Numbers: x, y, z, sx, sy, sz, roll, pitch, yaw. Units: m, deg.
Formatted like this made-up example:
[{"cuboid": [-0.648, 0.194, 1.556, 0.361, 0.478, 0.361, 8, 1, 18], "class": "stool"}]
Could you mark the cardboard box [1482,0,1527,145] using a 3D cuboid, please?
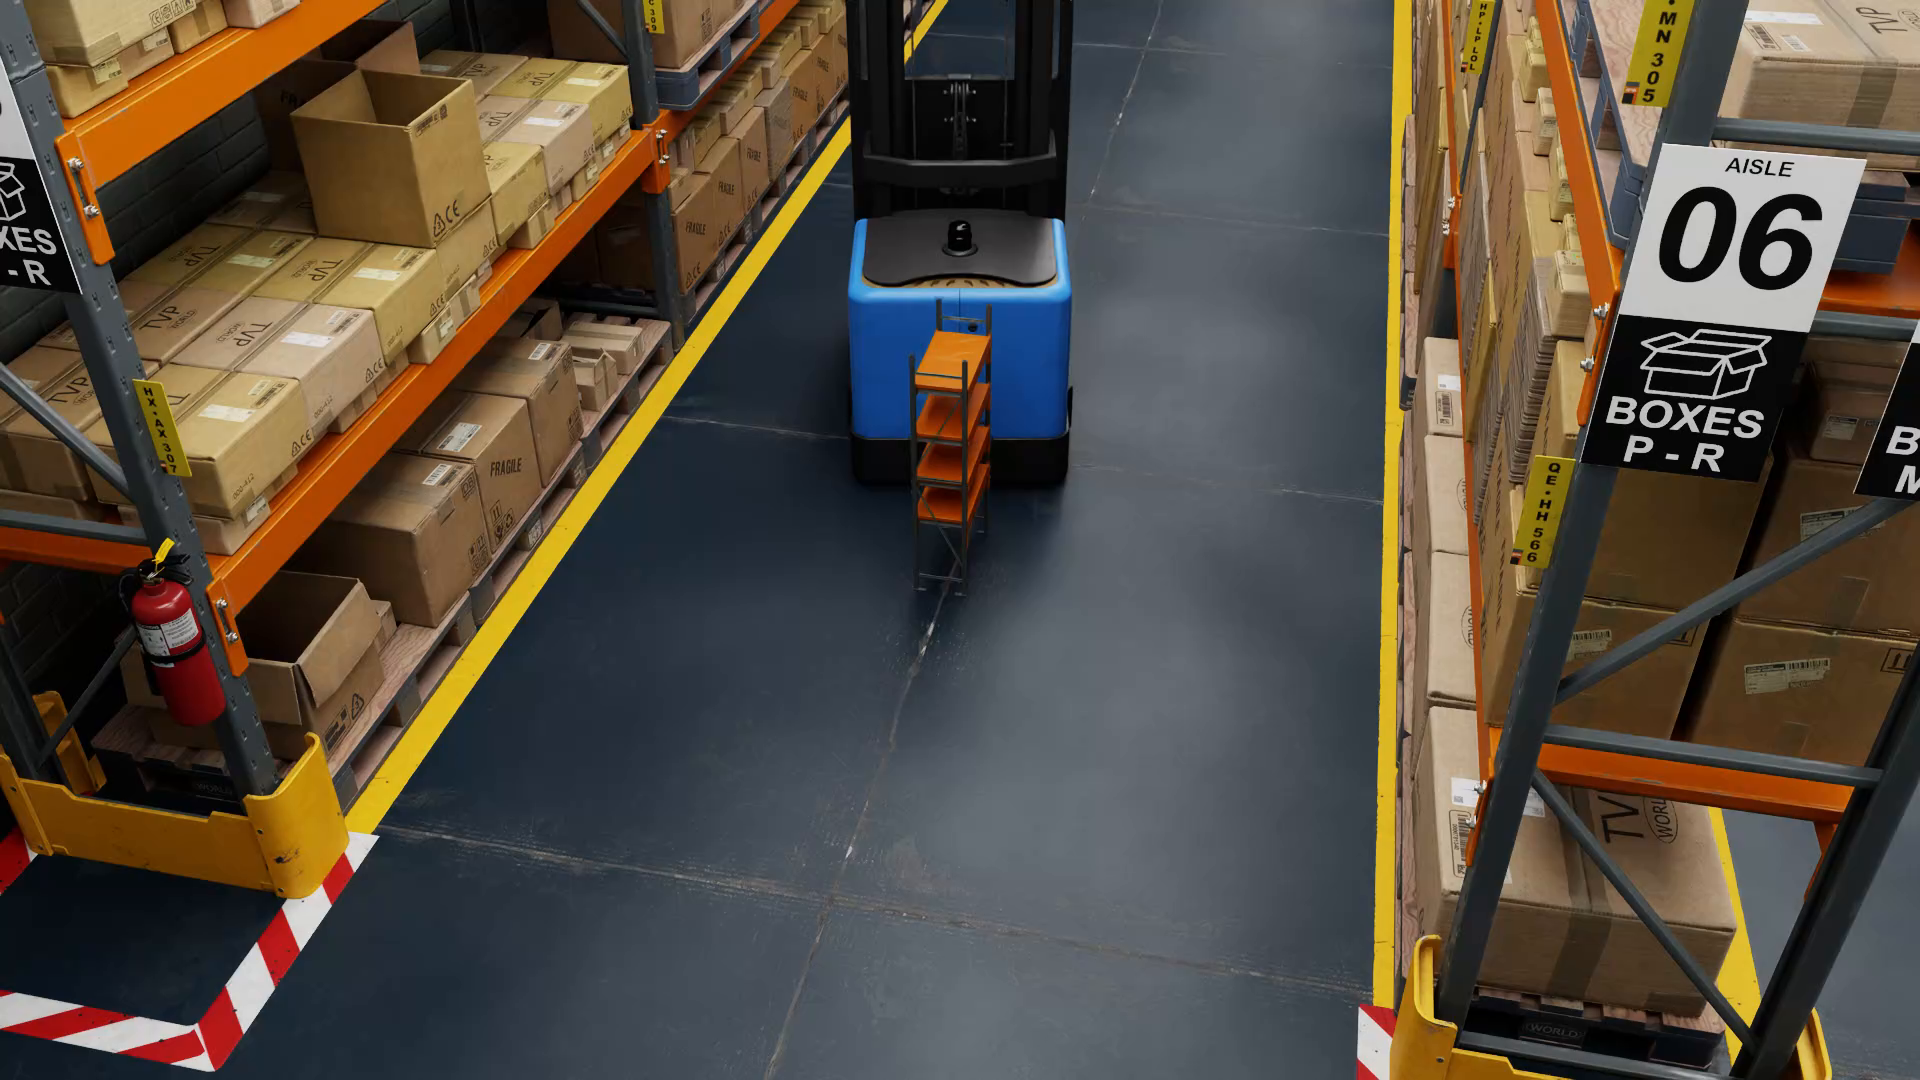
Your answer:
[{"cuboid": [2.480, -1.921, 6.907, 0.500, 0.500, 0.500, 8, 37, 10], "class": "cardboard box"}]

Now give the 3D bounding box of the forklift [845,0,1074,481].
[{"cuboid": [-0.002, -2.300, 8.426, 1.130, 2.935, 3.031, 0, 36, 0], "class": "forklift"}]

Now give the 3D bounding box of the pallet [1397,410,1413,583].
[{"cuboid": [2.579, -0.163, 7.795, 1.003, 0.211, 1.213, 7, 37, 10], "class": "pallet"}]

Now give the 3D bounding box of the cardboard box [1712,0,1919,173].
[{"cuboid": [1.972, -1.059, 3.783, 0.500, 0.250, 0.500, 4, 36, 6], "class": "cardboard box"}]

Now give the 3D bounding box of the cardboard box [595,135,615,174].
[{"cuboid": [-1.888, -1.870, 7.988, 0.380, 0.149, 0.250, 8, 37, 11], "class": "cardboard box"}]

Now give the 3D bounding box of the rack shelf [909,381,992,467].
[{"cuboid": [-0.035, -0.518, 7.175, 0.258, 0.148, 0.480, 7, 37, 10], "class": "rack shelf"}]

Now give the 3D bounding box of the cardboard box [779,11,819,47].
[{"cuboid": [-1.163, -3.431, 11.148, 0.380, 0.149, 0.250, 6, 36, 8], "class": "cardboard box"}]

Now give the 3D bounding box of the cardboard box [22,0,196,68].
[{"cuboid": [-2.524, -1.540, 4.636, 0.500, 0.250, 0.500, 7, 37, 9], "class": "cardboard box"}]

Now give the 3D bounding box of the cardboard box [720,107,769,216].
[{"cuboid": [-1.494, -2.338, 10.191, 0.500, 0.500, 0.500, 6, 36, 9], "class": "cardboard box"}]

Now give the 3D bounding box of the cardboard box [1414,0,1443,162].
[{"cuboid": [3.444, -2.936, 10.697, 0.875, 0.875, 0.875, 7, 37, 10], "class": "cardboard box"}]

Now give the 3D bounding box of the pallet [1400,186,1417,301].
[{"cuboid": [3.168, -1.743, 9.975, 1.003, 0.211, 1.213, 7, 37, 10], "class": "pallet"}]

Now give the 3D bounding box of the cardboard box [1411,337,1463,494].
[{"cuboid": [2.579, -0.504, 7.715, 0.875, 0.438, 0.875, 7, 36, 9], "class": "cardboard box"}]

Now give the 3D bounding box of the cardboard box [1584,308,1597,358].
[{"cuboid": [1.875, -0.513, 4.411, 0.380, 0.149, 0.250, 8, 37, 11], "class": "cardboard box"}]

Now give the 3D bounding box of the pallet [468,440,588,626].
[{"cuboid": [-2.438, -0.114, 7.728, 1.003, 0.211, 1.213, 7, 37, 10], "class": "pallet"}]

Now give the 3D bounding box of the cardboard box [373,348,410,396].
[{"cuboid": [-2.352, -0.694, 6.366, 0.380, 0.149, 0.250, 8, 37, 11], "class": "cardboard box"}]

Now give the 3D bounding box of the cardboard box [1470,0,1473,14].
[{"cuboid": [2.771, -2.749, 8.049, 0.500, 0.500, 0.500, 8, 37, 11], "class": "cardboard box"}]

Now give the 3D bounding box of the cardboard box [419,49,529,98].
[{"cuboid": [-2.401, -2.148, 8.032, 0.500, 0.250, 0.500, 7, 37, 9], "class": "cardboard box"}]

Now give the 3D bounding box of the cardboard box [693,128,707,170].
[{"cuboid": [-1.668, -2.248, 9.516, 0.380, 0.149, 0.250, 6, 36, 8], "class": "cardboard box"}]

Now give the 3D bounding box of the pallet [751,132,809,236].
[{"cuboid": [-1.637, -2.382, 10.857, 1.003, 0.211, 1.213, 7, 37, 10], "class": "pallet"}]

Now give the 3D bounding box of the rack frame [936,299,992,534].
[{"cuboid": [0.017, -0.531, 7.460, 0.240, 1.200, 0.015, 7, 37, 10], "class": "rack frame"}]

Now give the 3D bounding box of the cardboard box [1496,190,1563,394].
[{"cuboid": [2.026, -0.763, 5.310, 0.500, 0.500, 0.500, 7, 37, 10], "class": "cardboard box"}]

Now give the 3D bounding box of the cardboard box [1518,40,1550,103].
[{"cuboid": [2.247, -1.694, 6.041, 0.380, 0.149, 0.250, 6, 36, 9], "class": "cardboard box"}]

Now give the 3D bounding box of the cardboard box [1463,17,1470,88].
[{"cuboid": [2.774, -2.431, 8.250, 0.500, 0.250, 0.500, 8, 37, 11], "class": "cardboard box"}]

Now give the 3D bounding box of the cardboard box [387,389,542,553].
[{"cuboid": [-2.232, -0.318, 7.404, 0.500, 0.500, 0.500, 8, 37, 11], "class": "cardboard box"}]

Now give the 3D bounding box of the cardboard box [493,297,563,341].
[{"cuboid": [-2.404, -1.071, 8.604, 0.500, 0.311, 0.500, 9, 37, 12], "class": "cardboard box"}]

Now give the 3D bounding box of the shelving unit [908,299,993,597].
[{"cuboid": [-0.035, -0.391, 7.267, 0.258, 1.200, 0.503, 7, 37, 10], "class": "shelving unit"}]

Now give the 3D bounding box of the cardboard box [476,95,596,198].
[{"cuboid": [-1.995, -1.786, 7.533, 0.500, 0.250, 0.500, 7, 37, 10], "class": "cardboard box"}]

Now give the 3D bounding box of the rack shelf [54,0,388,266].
[{"cuboid": [-2.459, -2.115, 6.169, 1.077, 0.370, 4.000, 7, 37, 10], "class": "rack shelf"}]

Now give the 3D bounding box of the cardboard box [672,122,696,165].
[{"cuboid": [-1.687, -2.207, 9.205, 0.380, 0.149, 0.250, 6, 36, 8], "class": "cardboard box"}]

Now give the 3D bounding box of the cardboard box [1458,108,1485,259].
[{"cuboid": [2.462, -1.523, 7.210, 0.500, 0.500, 0.500, 8, 37, 11], "class": "cardboard box"}]

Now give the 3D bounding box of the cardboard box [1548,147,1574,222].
[{"cuboid": [2.064, -1.102, 5.225, 0.380, 0.149, 0.250, 8, 37, 11], "class": "cardboard box"}]

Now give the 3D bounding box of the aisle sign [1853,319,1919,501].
[{"cuboid": [2.232, -0.400, 3.531, 0.394, 0.787, 0.004, 7, 37, 10], "class": "aisle sign"}]

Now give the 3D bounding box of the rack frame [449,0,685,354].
[{"cuboid": [-2.032, -2.338, 8.420, 1.000, 3.000, 0.127, 7, 37, 10], "class": "rack frame"}]

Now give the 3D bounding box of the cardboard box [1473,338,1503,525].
[{"cuboid": [2.030, -0.357, 5.602, 0.500, 0.500, 0.500, 8, 37, 11], "class": "cardboard box"}]

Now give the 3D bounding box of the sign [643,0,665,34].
[{"cuboid": [-1.500, -2.625, 8.079, 0.100, 0.325, 0.005, 7, 37, 10], "class": "sign"}]

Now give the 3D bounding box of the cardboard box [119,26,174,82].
[{"cuboid": [-2.561, -1.465, 4.874, 0.380, 0.149, 0.250, 8, 37, 11], "class": "cardboard box"}]

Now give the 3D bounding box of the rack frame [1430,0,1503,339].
[{"cuboid": [2.818, -1.718, 7.565, 1.000, 3.000, 0.127, 7, 37, 10], "class": "rack frame"}]

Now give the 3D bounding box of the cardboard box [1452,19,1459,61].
[{"cuboid": [3.010, -2.822, 9.215, 0.500, 0.250, 0.500, 7, 37, 10], "class": "cardboard box"}]

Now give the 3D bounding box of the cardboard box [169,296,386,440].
[{"cuboid": [-2.419, -0.620, 5.924, 0.500, 0.250, 0.500, 8, 37, 10], "class": "cardboard box"}]

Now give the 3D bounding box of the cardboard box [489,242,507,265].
[{"cuboid": [-2.194, -1.287, 7.184, 0.380, 0.149, 0.250, 8, 37, 11], "class": "cardboard box"}]

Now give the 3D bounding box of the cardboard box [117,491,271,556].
[{"cuboid": [-2.548, -0.098, 5.543, 0.380, 0.149, 0.250, 7, 37, 10], "class": "cardboard box"}]

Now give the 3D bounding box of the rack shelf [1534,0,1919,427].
[{"cuboid": [2.391, -1.495, 5.314, 1.077, 0.370, 4.000, 7, 37, 10], "class": "rack shelf"}]

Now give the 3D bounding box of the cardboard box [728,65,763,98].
[{"cuboid": [-1.448, -2.846, 10.340, 0.380, 0.149, 0.250, 7, 37, 10], "class": "cardboard box"}]

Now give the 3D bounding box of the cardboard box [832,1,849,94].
[{"cuboid": [-1.058, -3.520, 11.823, 0.500, 0.500, 0.500, 8, 37, 11], "class": "cardboard box"}]

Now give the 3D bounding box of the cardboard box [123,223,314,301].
[{"cuboid": [-2.826, -0.981, 6.421, 0.500, 0.250, 0.500, 8, 37, 11], "class": "cardboard box"}]

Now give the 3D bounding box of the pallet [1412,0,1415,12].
[{"cuboid": [4.362, -4.729, 14.095, 1.003, 0.211, 1.213, 7, 37, 10], "class": "pallet"}]
